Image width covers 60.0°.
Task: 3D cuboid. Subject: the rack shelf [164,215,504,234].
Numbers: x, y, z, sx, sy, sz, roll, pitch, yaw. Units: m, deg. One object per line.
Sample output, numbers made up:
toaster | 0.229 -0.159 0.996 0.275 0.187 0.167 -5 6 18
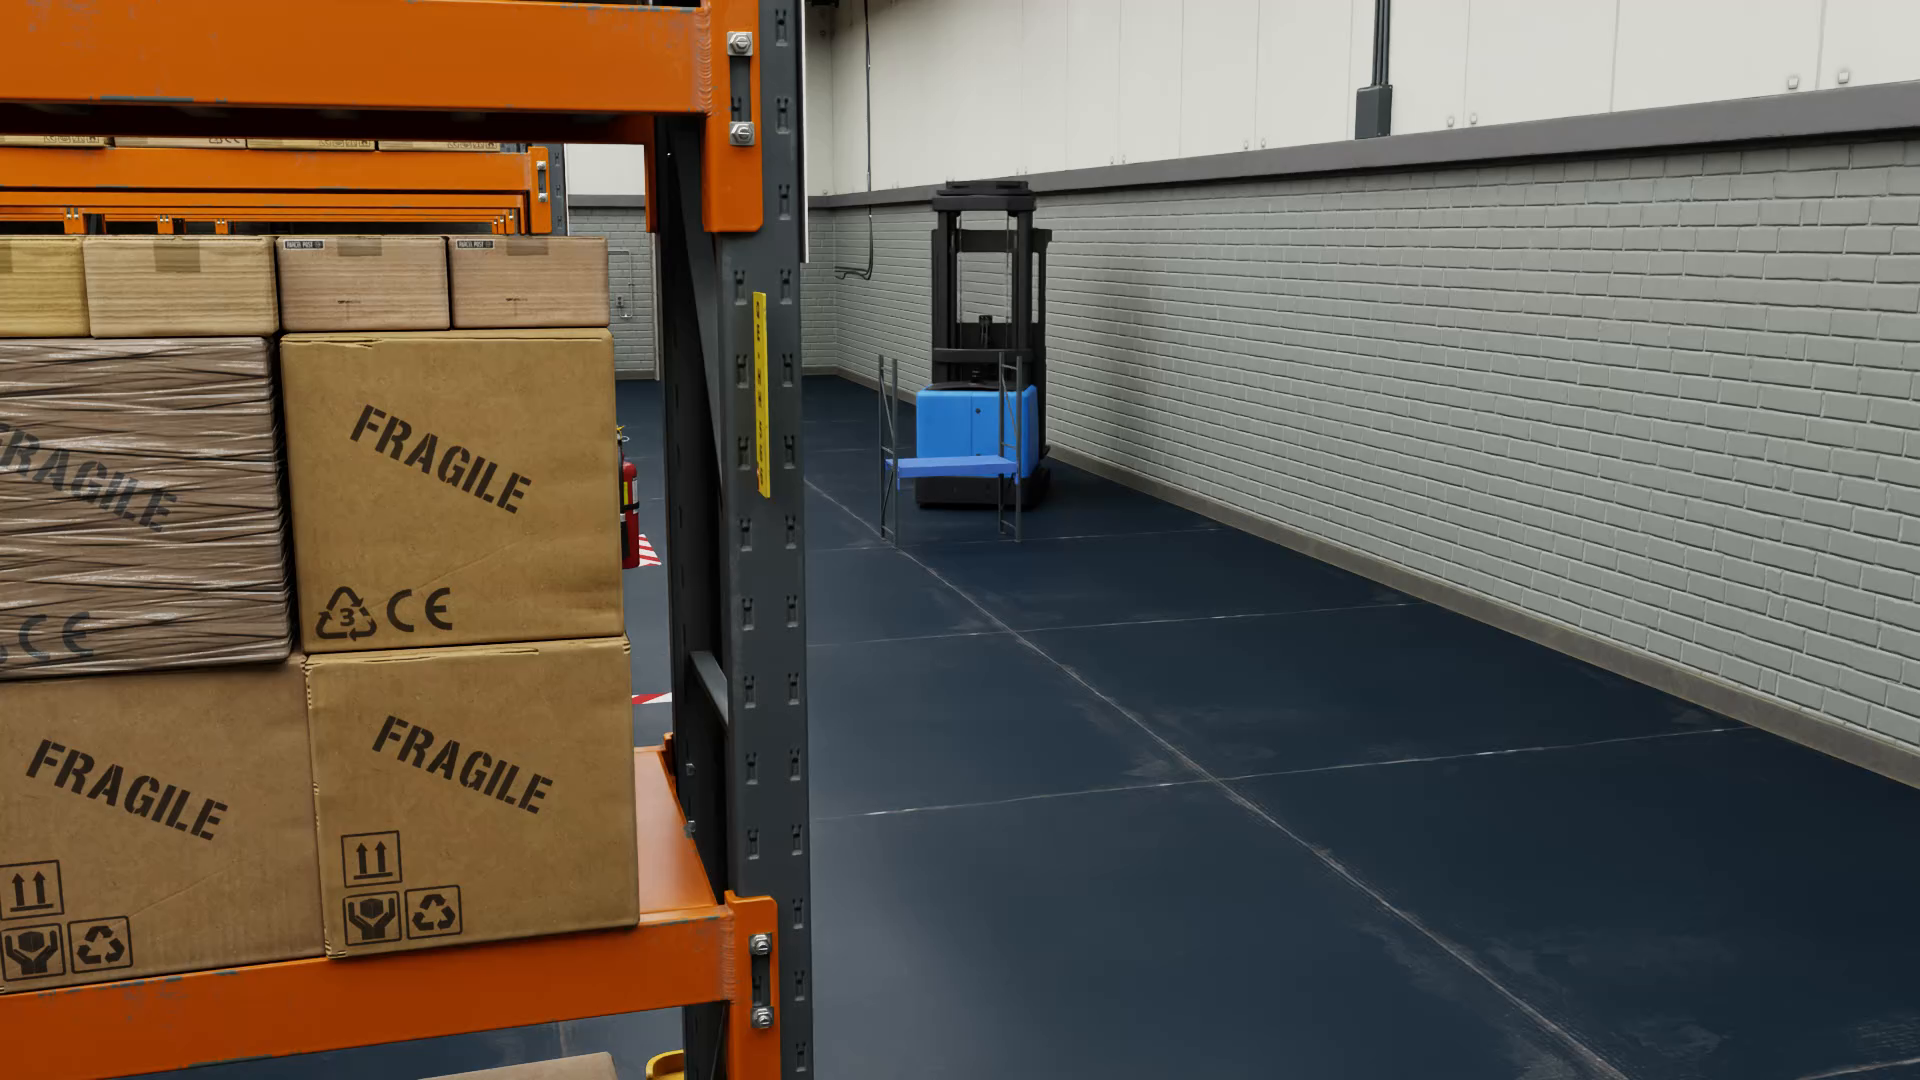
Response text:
rack shelf | -7.915 -4.109 21.283 4.000 0.370 1.077 -3 11 -16

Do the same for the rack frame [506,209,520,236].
rack frame | -4.613 -2.227 17.361 0.127 3.000 1.000 -3 11 -16

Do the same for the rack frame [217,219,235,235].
rack frame | -11.223 -3.747 25.616 0.127 3.000 1.000 -3 11 -16

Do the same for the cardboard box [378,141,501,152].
cardboard box | -2.302 -1.832 7.340 0.500 0.250 0.500 -3 11 -17

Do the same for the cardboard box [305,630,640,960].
cardboard box | -0.848 0.378 2.935 0.500 0.500 0.500 -3 11 -16

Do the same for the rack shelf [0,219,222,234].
rack shelf | -13.143 -4.767 24.860 4.000 0.370 1.077 -3 11 -16

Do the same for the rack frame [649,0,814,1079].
rack frame | -0.458 0.357 3.323 0.053 2.616 0.949 -3 11 -16

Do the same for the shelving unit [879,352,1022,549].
shelving unit | -0.082 -0.733 13.387 1.048 1.500 0.538 -3 11 -16

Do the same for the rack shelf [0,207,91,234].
rack shelf | -10.374 -3.045 15.505 4.000 0.370 1.077 -3 11 -16

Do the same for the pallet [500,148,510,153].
pallet | -3.938 -2.759 12.207 1.213 0.211 1.003 -3 11 -16

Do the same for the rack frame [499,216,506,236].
rack frame | -5.994 -3.089 22.039 0.127 3.000 1.000 -3 11 -16

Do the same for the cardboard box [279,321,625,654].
cardboard box | -0.855 -0.119 2.869 0.500 0.500 0.500 -3 11 -14

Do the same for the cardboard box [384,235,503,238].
cardboard box | -2.309 -1.120 7.485 0.500 0.500 0.500 -3 11 -17

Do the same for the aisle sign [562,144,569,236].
aisle sign | -1.786 -1.729 7.474 0.004 0.787 0.394 -3 11 -16

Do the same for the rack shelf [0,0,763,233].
rack shelf | -2.379 -0.664 2.570 4.000 0.370 1.077 -3 11 -16

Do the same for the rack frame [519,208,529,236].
rack frame | -3.229 -1.366 12.684 0.127 3.000 1.000 -3 11 -16

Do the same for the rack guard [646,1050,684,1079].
rack guard | -0.436 1.584 3.559 0.348 0.500 1.175 -3 11 -16

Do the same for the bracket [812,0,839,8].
bracket | -2.259 -9.037 27.836 0.430 0.232 0.235 -3 11 -16

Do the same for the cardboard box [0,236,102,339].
cardboard box | -1.462 -0.400 2.607 0.250 0.149 0.380 -3 11 -15

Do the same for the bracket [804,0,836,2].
bracket | -2.826 -9.007 27.674 3.189 0.066 0.076 -3 11 -16

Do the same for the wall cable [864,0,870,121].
wall cable | -1.096 -7.611 24.659 0.112 2.526 3.097 -3 11 -16

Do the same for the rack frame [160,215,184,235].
rack frame | -9.835 -2.886 20.940 0.127 3.000 1.000 -3 11 -16

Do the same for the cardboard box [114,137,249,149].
cardboard box | -3.270 -1.782 7.069 0.500 0.250 0.500 -3 11 -13

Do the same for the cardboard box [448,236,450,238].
cardboard box | -1.109 -0.508 3.192 0.250 0.149 0.380 -3 11 -15

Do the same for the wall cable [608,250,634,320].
wall cable | -6.417 -4.679 27.869 1.851 1.984 0.084 -3 11 -16

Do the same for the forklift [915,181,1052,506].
forklift | 0.305 -1.968 16.139 1.130 2.935 3.031 1 11 8

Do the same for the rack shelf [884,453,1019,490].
rack shelf | -0.082 -0.556 13.420 1.000 0.185 0.538 -3 11 -16

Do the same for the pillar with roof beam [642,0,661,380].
pillar with roof beam | -3.828 -6.439 23.667 0.548 9.000 9.100 -3 11 -16

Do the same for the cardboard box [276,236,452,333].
cardboard box | -0.985 -0.434 2.788 0.250 0.149 0.380 -3 11 -15

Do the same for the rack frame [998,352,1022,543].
rack frame | 0.406 -0.759 13.527 0.032 1.500 0.500 -3 11 -16

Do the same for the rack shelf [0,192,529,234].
rack shelf | -5.149 -2.387 11.928 4.000 0.370 1.077 -3 11 -16
